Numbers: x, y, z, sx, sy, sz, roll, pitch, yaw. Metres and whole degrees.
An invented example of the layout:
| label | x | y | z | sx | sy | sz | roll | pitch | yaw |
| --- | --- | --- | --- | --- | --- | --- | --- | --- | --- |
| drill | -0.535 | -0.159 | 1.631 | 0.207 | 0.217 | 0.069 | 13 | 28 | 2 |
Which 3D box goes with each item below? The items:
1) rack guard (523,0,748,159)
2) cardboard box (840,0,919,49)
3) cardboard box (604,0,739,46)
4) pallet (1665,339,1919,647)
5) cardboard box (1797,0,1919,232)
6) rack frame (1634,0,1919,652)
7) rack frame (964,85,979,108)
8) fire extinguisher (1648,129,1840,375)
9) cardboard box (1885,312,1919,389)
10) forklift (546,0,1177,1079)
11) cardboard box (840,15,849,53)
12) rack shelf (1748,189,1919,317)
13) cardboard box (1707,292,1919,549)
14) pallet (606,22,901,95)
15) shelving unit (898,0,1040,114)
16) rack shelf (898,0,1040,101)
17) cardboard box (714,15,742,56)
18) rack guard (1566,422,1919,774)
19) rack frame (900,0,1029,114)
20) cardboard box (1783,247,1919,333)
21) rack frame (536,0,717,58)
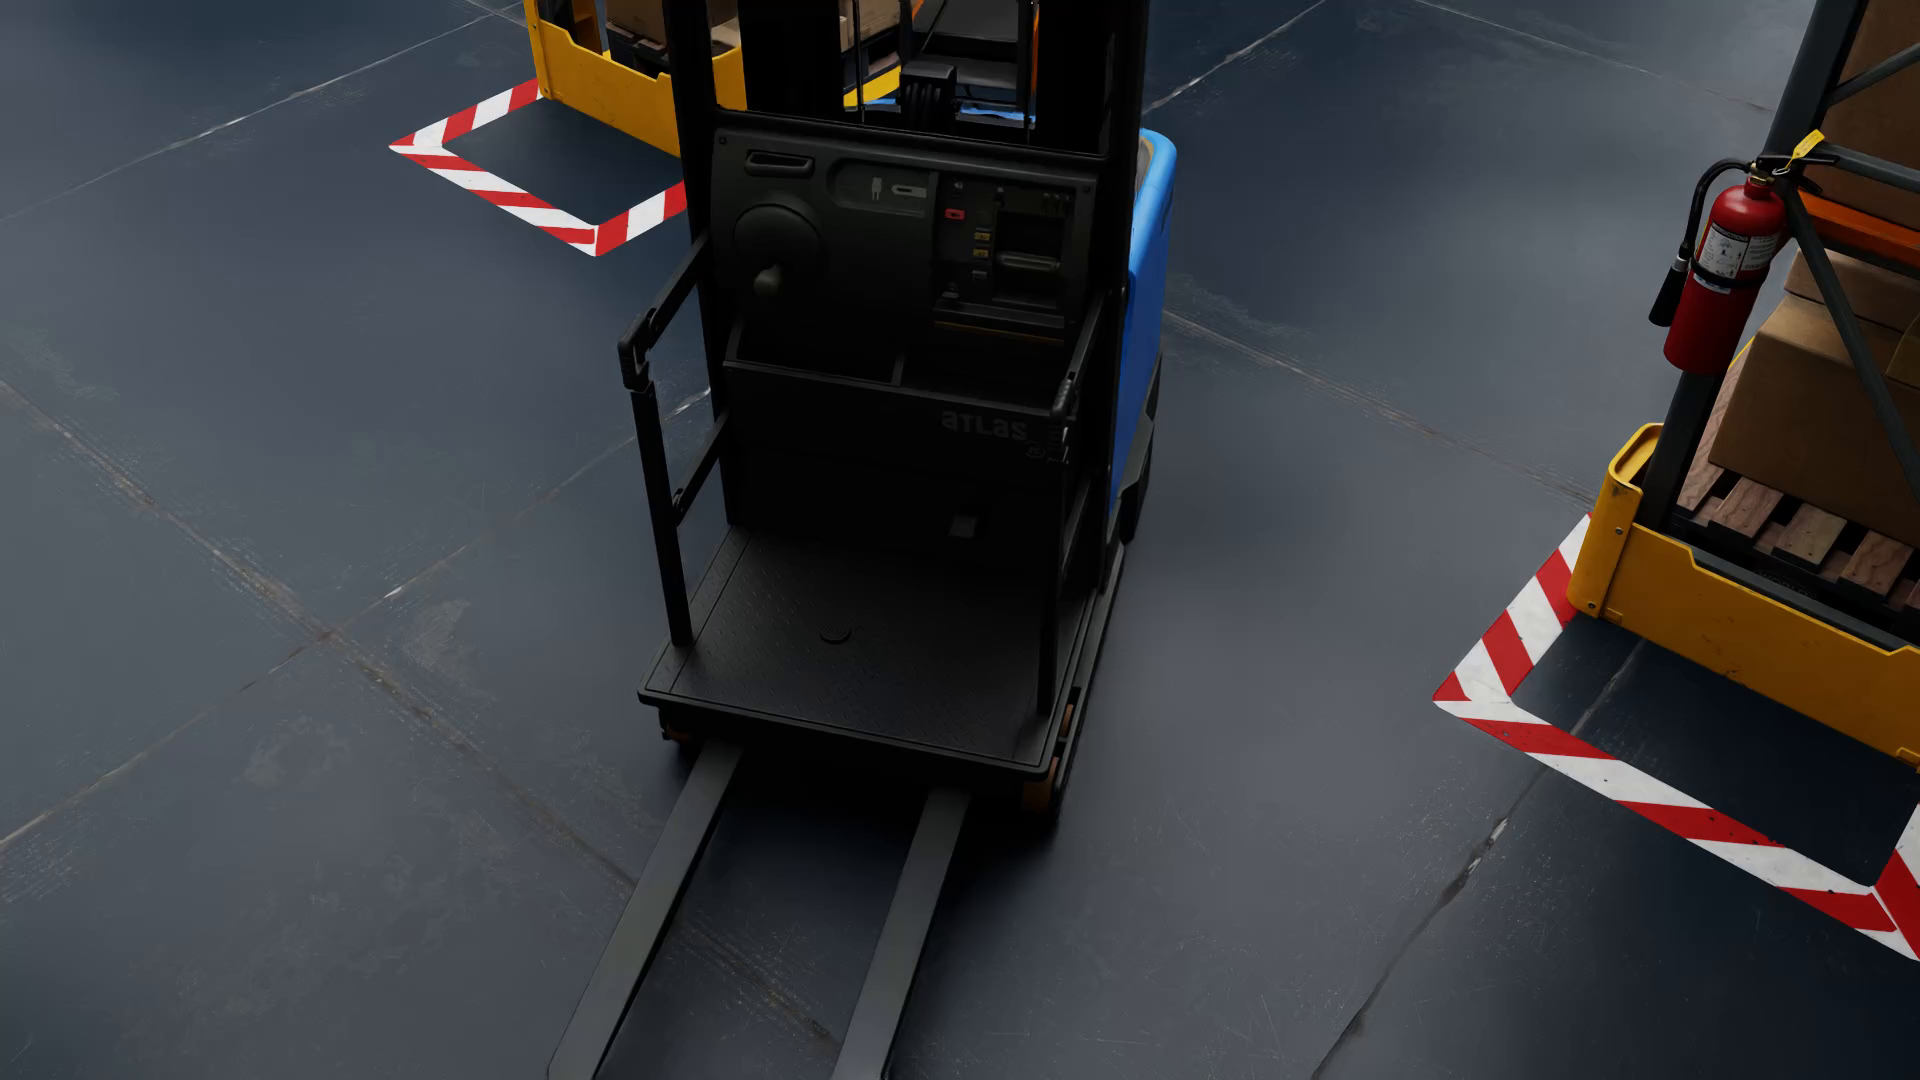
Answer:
| label | x | y | z | sx | sy | sz | roll | pitch | yaw |
| --- | --- | --- | --- | --- | --- | --- | --- | --- | --- |
| rack guard | -1.355 | -2.032 | 7.113 | 1.175 | 0.500 | 0.348 | 29 | 50 | 28 |
| cardboard box | -0.515 | -2.478 | 7.462 | 0.500 | 0.250 | 0.500 | 29 | 50 | 28 |
| cardboard box | -1.242 | -2.542 | 7.347 | 0.500 | 0.500 | 0.500 | 29 | 50 | 28 |
| pallet | 2.845 | -0.189 | 5.301 | 1.003 | 0.211 | 1.213 | 29 | 50 | 28 |
| cardboard box | 2.711 | -1.153 | 4.065 | 0.980 | 0.700 | 0.700 | 32 | 51 | 30 |
| rack frame | 2.390 | -0.775 | 3.872 | 1.000 | 3.000 | 0.127 | 29 | 50 | 28 |
| rack frame | 0.130 | -1.694 | 5.552 | 0.400 | 2.100 | 0.015 | 9 | 43 | 10 |
| fire extinguisher | 1.940 | -0.730 | 4.158 | 0.296 | 0.674 | 0.183 | 29 | 50 | 28 |
| cardboard box | 2.837 | -0.498 | 4.632 | 0.380 | 0.149 | 0.250 | 30 | 50 | 29 |
| forklift | -0.195 | -0.644 | 3.780 | 1.130 | 2.935 | 3.031 | 10 | 43 | 11 |
| cardboard box | -0.710 | -2.228 | 7.249 | 0.380 | 0.166 | 0.250 | 29 | 50 | 28 |
| rack shelf | 3.678 | -1.538 | 5.247 | 1.077 | 0.370 | 4.000 | 29 | 50 | 28 |
| cardboard box | 2.764 | -0.409 | 5.016 | 0.700 | 0.500 | 0.500 | 29 | 50 | 28 |
| pallet | -0.842 | -2.336 | 7.662 | 1.003 | 0.211 | 1.213 | 29 | 50 | 28 |
| shelving unit | 0.072 | -1.536 | 5.376 | 0.431 | 2.100 | 0.503 | 9 | 43 | 10 |
| rack shelf | 0.072 | -1.526 | 5.385 | 0.431 | 0.518 | 0.480 | 9 | 43 | 10 |
| cardboard box | -0.871 | -2.092 | 7.114 | 0.380 | 0.149 | 0.250 | 29 | 50 | 28 |
| rack guard | 2.375 | 0.162 | 4.700 | 1.175 | 0.500 | 0.348 | 29 | 50 | 28 |
| rack frame | 0.015 | -1.378 | 5.199 | 0.400 | 2.100 | 0.015 | 9 | 43 | 10 |
| cardboard box | 2.707 | -0.794 | 4.957 | 0.380 | 0.149 | 0.250 | 29 | 50 | 28 |
| rack frame | -1.404 | -2.918 | 6.229 | 1.000 | 3.000 | 0.127 | 29 | 50 | 28 |
